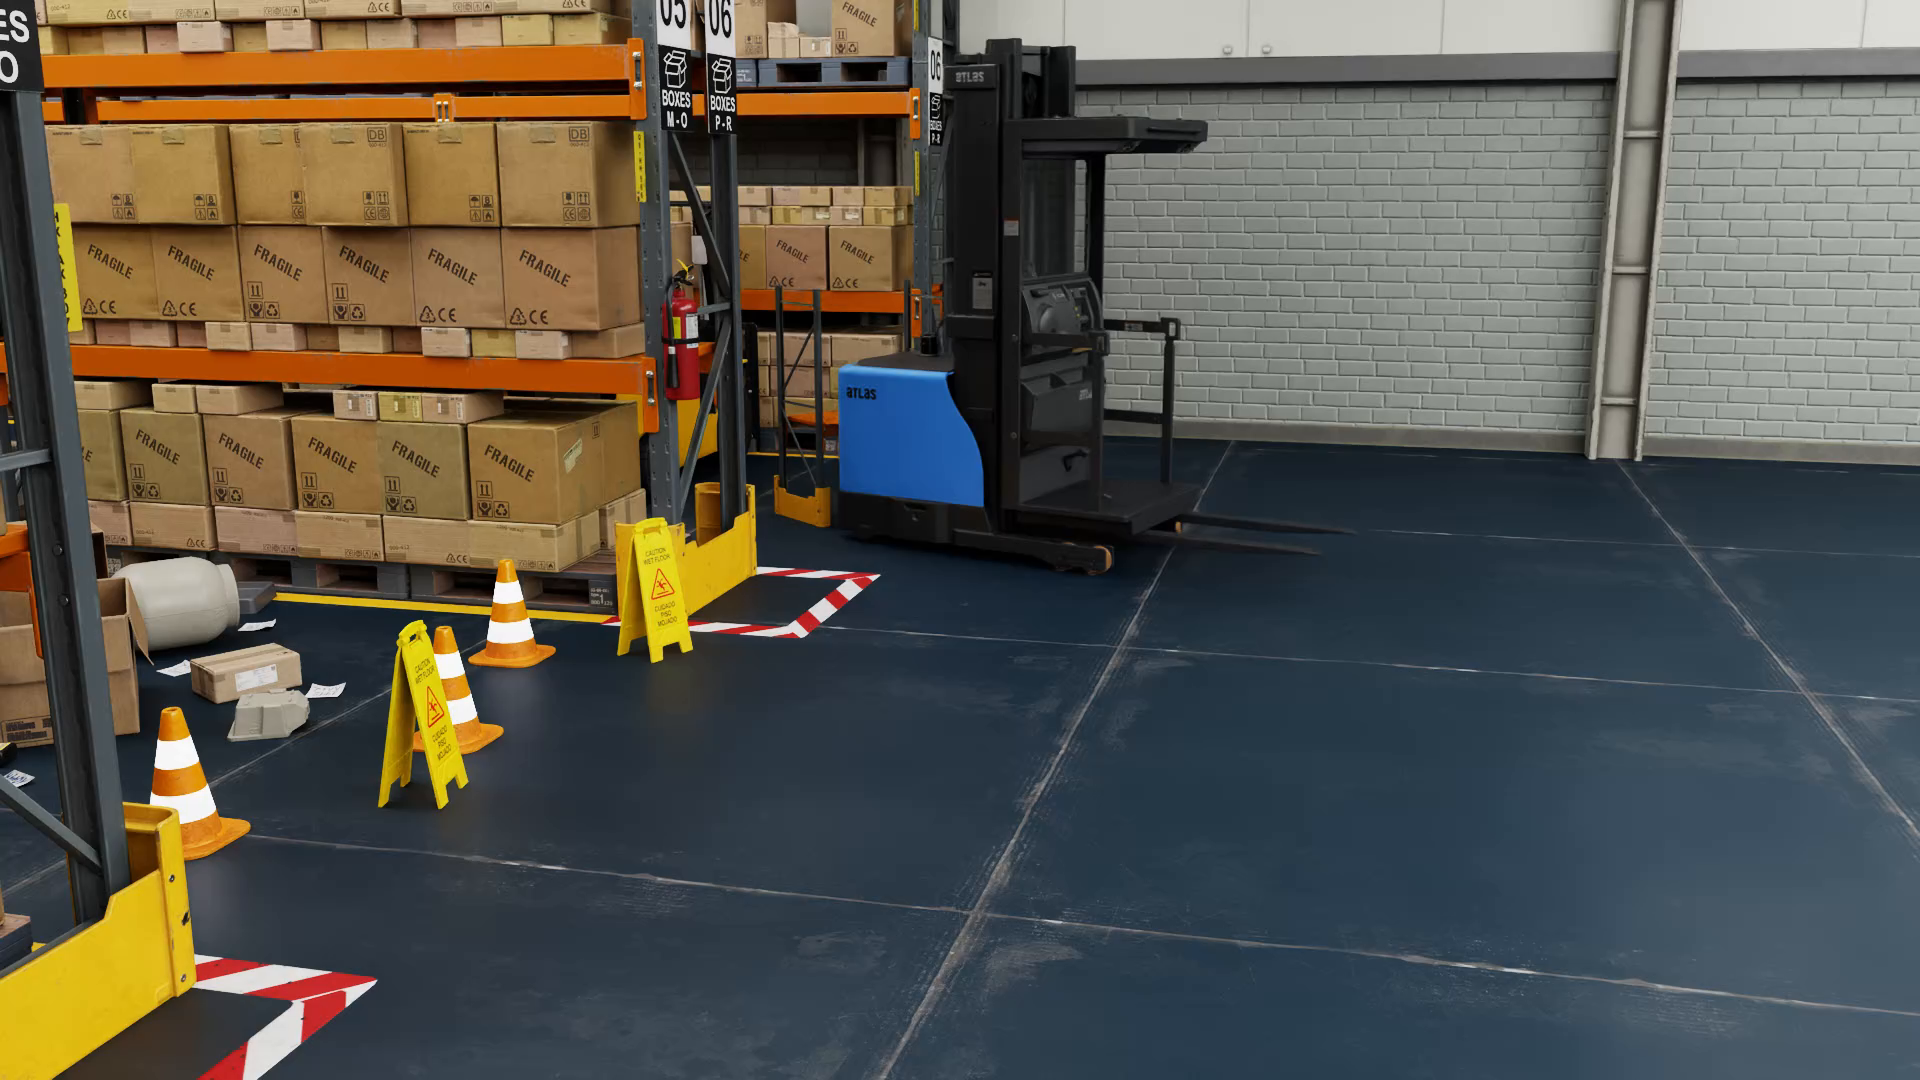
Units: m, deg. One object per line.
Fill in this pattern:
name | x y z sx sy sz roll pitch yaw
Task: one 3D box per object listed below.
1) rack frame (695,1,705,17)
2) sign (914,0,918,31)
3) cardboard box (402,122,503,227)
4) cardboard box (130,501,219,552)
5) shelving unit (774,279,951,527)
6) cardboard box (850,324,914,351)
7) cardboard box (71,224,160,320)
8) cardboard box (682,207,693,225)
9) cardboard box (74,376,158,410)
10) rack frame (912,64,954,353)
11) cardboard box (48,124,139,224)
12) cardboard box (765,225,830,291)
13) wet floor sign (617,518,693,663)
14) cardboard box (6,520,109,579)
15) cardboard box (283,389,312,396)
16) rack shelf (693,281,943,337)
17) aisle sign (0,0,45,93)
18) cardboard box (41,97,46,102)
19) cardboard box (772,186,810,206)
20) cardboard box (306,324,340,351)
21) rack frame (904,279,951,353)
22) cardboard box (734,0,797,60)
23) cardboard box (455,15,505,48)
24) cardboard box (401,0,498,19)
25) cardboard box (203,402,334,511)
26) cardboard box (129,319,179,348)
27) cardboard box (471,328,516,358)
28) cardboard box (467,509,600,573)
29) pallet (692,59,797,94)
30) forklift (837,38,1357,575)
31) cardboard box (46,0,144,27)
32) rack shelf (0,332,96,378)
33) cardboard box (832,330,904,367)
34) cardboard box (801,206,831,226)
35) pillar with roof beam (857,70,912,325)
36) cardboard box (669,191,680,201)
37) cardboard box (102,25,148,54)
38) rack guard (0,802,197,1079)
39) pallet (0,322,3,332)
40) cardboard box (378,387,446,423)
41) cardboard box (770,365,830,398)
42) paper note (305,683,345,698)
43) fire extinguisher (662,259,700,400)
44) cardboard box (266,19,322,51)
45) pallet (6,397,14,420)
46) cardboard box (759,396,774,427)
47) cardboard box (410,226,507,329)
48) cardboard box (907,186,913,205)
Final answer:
rack frame | -1.365 -4.097 7.922 0.127 3.000 1.000 3 13 14
sign | -0.323 -3.956 12.354 0.005 0.325 0.100 3 13 14
cardboard box | -2.403 -1.858 8.458 0.500 0.500 0.700 3 13 14
cardboard box | -4.220 -0.125 9.252 0.500 0.250 0.500 4 13 17
shelving unit | -0.631 -0.933 10.975 1.083 1.500 0.587 -9 16 -36
cardboard box | -0.601 -1.627 13.713 0.500 0.250 0.500 3 13 13
cardboard box | -4.395 -1.467 9.002 0.500 0.500 0.500 3 13 13
cardboard box | -2.055 -2.630 13.432 0.250 0.149 0.380 3 13 13
cardboard box | -4.634 -0.814 9.128 0.250 0.149 0.380 3 13 14
rack frame | -0.180 -2.212 13.277 0.127 3.000 1.000 3 13 14
cardboard box | -4.383 -1.958 8.907 0.500 0.500 0.700 3 13 14
cardboard box | -1.222 -2.260 13.263 0.500 0.500 0.500 3 13 15
wet floor sign | -1.437 0.217 7.768 0.232 0.644 0.267 8 15 33
cardboard box | -4.535 0.186 8.238 0.500 0.500 0.500 -9 15 -35
cardboard box | -4.116 -0.604 9.677 0.500 0.500 0.500 3 13 15
rack shelf | -2.121 -1.964 13.823 4.000 0.370 1.077 3 13 14
aisle sign | -2.312 -1.450 3.843 0.004 0.787 0.394 3 13 14
cardboard box | -8.503 -3.994 14.730 0.500 0.250 0.500 3 13 12
cardboard box | -1.309 -2.739 13.241 0.250 0.149 0.380 3 13 14
cardboard box | -3.259 -1.103 8.860 0.250 0.149 0.380 3 13 14
rack frame | -0.220 -1.001 11.281 0.032 1.500 0.500 -9 16 -36
cardboard box | -1.638 -4.025 13.092 0.500 0.500 0.700 3 13 14
cardboard box | -2.278 -2.496 8.214 0.250 0.149 0.380 3 13 15
cardboard box | -2.412 -2.703 8.227 0.500 0.250 0.500 3 13 13
cardboard box | -3.715 -0.464 9.048 0.500 0.500 0.500 4 13 16
cardboard box | -4.265 -1.139 9.023 0.250 0.149 0.380 3 13 15
cardboard box | -2.296 -1.027 8.518 0.250 0.149 0.380 3 13 13
cardboard box | -2.238 -0.017 8.764 0.500 0.250 0.500 3 13 13
pallet | -2.048 -3.738 13.435 1.213 0.211 1.003 3 13 14
forklift | 0.778 -1.365 9.617 3.031 2.935 1.130 7 14 29
cardboard box | -4.384 -2.806 8.692 0.500 0.250 0.500 3 13 13
rack shelf | -7.191 -1.128 10.053 4.000 0.370 1.077 3 13 14
cardboard box | -0.701 -1.521 13.233 0.500 0.250 0.500 4 13 15
cardboard box | -1.076 -2.570 13.162 0.250 0.149 0.380 3 13 15
pillar with roof beam | -1.671 -4.461 9.564 0.400 9.000 9.100 3 13 14
cardboard box | -2.309 -2.792 13.476 0.250 0.149 0.380 3 13 14
cardboard box | -4.264 -2.613 8.741 0.250 0.149 0.380 3 13 15
rack guard | -2.430 1.100 4.122 0.348 0.500 1.175 3 13 14
pallet | -5.956 -1.352 9.845 1.213 0.211 1.003 3 13 14
cardboard box | -2.821 -0.719 8.697 0.250 0.149 0.380 3 13 14
cardboard box | -1.211 -1.306 13.421 0.500 0.250 0.500 3 13 13
paper note | -2.760 0.651 7.228 0.142 0.019 0.148 -1 13 -6
fire extinguisher | -1.365 -1.027 8.117 0.183 0.674 0.296 3 13 14
cardboard box | -3.281 -2.540 8.409 0.250 0.149 0.380 3 13 13
pallet | -8.662 -1.312 15.661 1.213 0.211 1.003 3 13 14
cardboard box | -1.676 -1.088 13.591 0.500 0.250 0.500 3 13 14
cardboard box | -2.443 -1.359 8.516 0.500 0.500 0.500 3 13 14
cardboard box | -0.455 -2.785 13.445 0.250 0.149 0.380 3 13 12
